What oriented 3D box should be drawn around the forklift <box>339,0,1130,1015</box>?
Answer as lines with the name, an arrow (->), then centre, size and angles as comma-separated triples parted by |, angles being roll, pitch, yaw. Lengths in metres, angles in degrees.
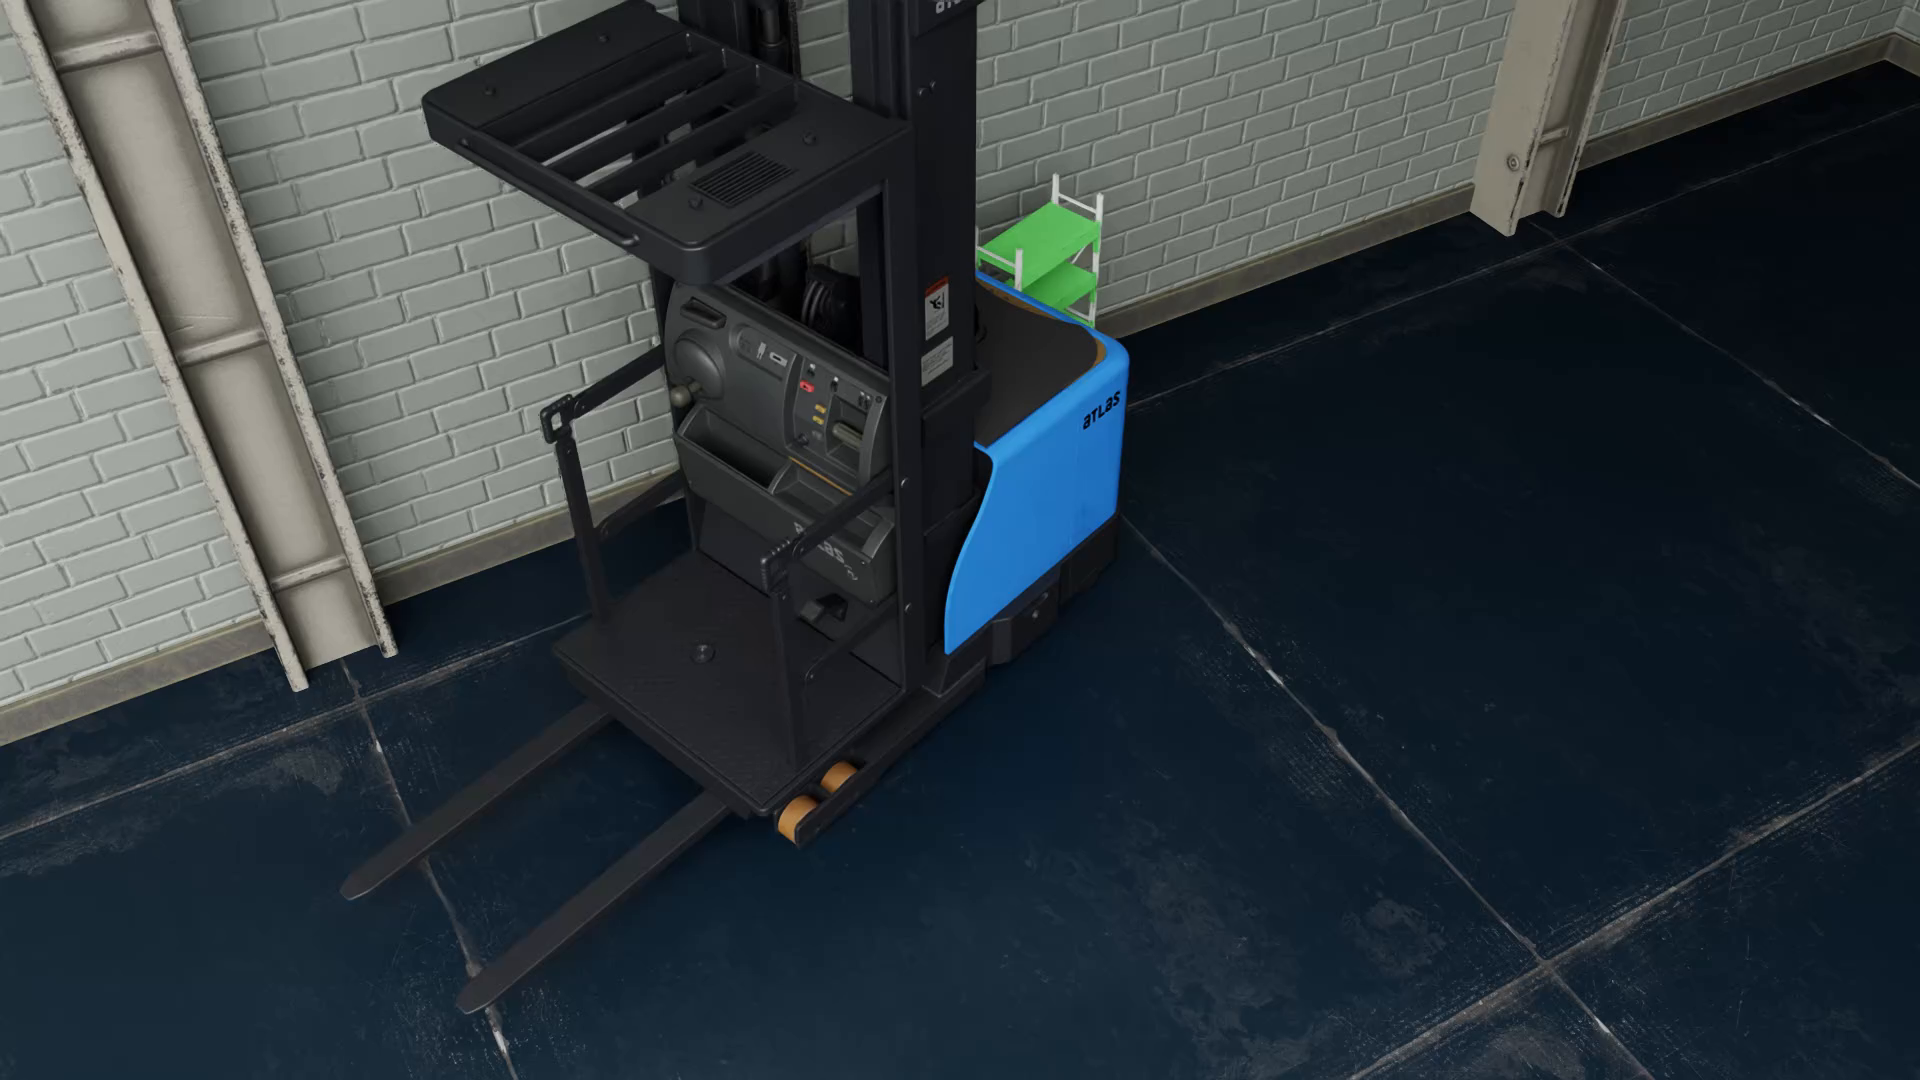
forklift -> -0.726, -0.418, 5.076 | 1.130, 2.935, 3.031 | 31, 52, 28

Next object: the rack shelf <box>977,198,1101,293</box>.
rack shelf -> 0.297, -1.119, 6.444 | 0.258, 0.148, 0.480 | 31, 52, 28

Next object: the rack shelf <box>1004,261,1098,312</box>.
rack shelf -> 0.297, -0.946, 6.611 | 0.258, 0.148, 0.480 | 31, 52, 28

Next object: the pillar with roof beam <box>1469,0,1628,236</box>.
pillar with roof beam -> 4.973, -2.307, 2.666 | 0.400, 9.000, 9.100 | -22, 48, -21

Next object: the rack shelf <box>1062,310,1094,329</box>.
rack shelf -> 0.297, -0.774, 6.778 | 0.258, 0.148, 0.480 | 31, 52, 28

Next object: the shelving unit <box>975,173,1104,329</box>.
shelving unit -> 0.297, -0.820, 6.733 | 0.258, 1.200, 0.503 | 31, 52, 28

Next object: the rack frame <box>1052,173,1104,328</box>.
rack frame -> 0.458, -0.948, 6.865 | 0.240, 1.200, 0.015 | 31, 52, 28

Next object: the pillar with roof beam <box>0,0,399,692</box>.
pillar with roof beam -> -0.229, -0.225, 0.521 | 0.400, 9.000, 9.100 | -22, 48, -21

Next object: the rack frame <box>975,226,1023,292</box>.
rack frame -> 0.137, -0.692, 6.602 | 0.240, 1.200, 0.015 | 31, 52, 28
